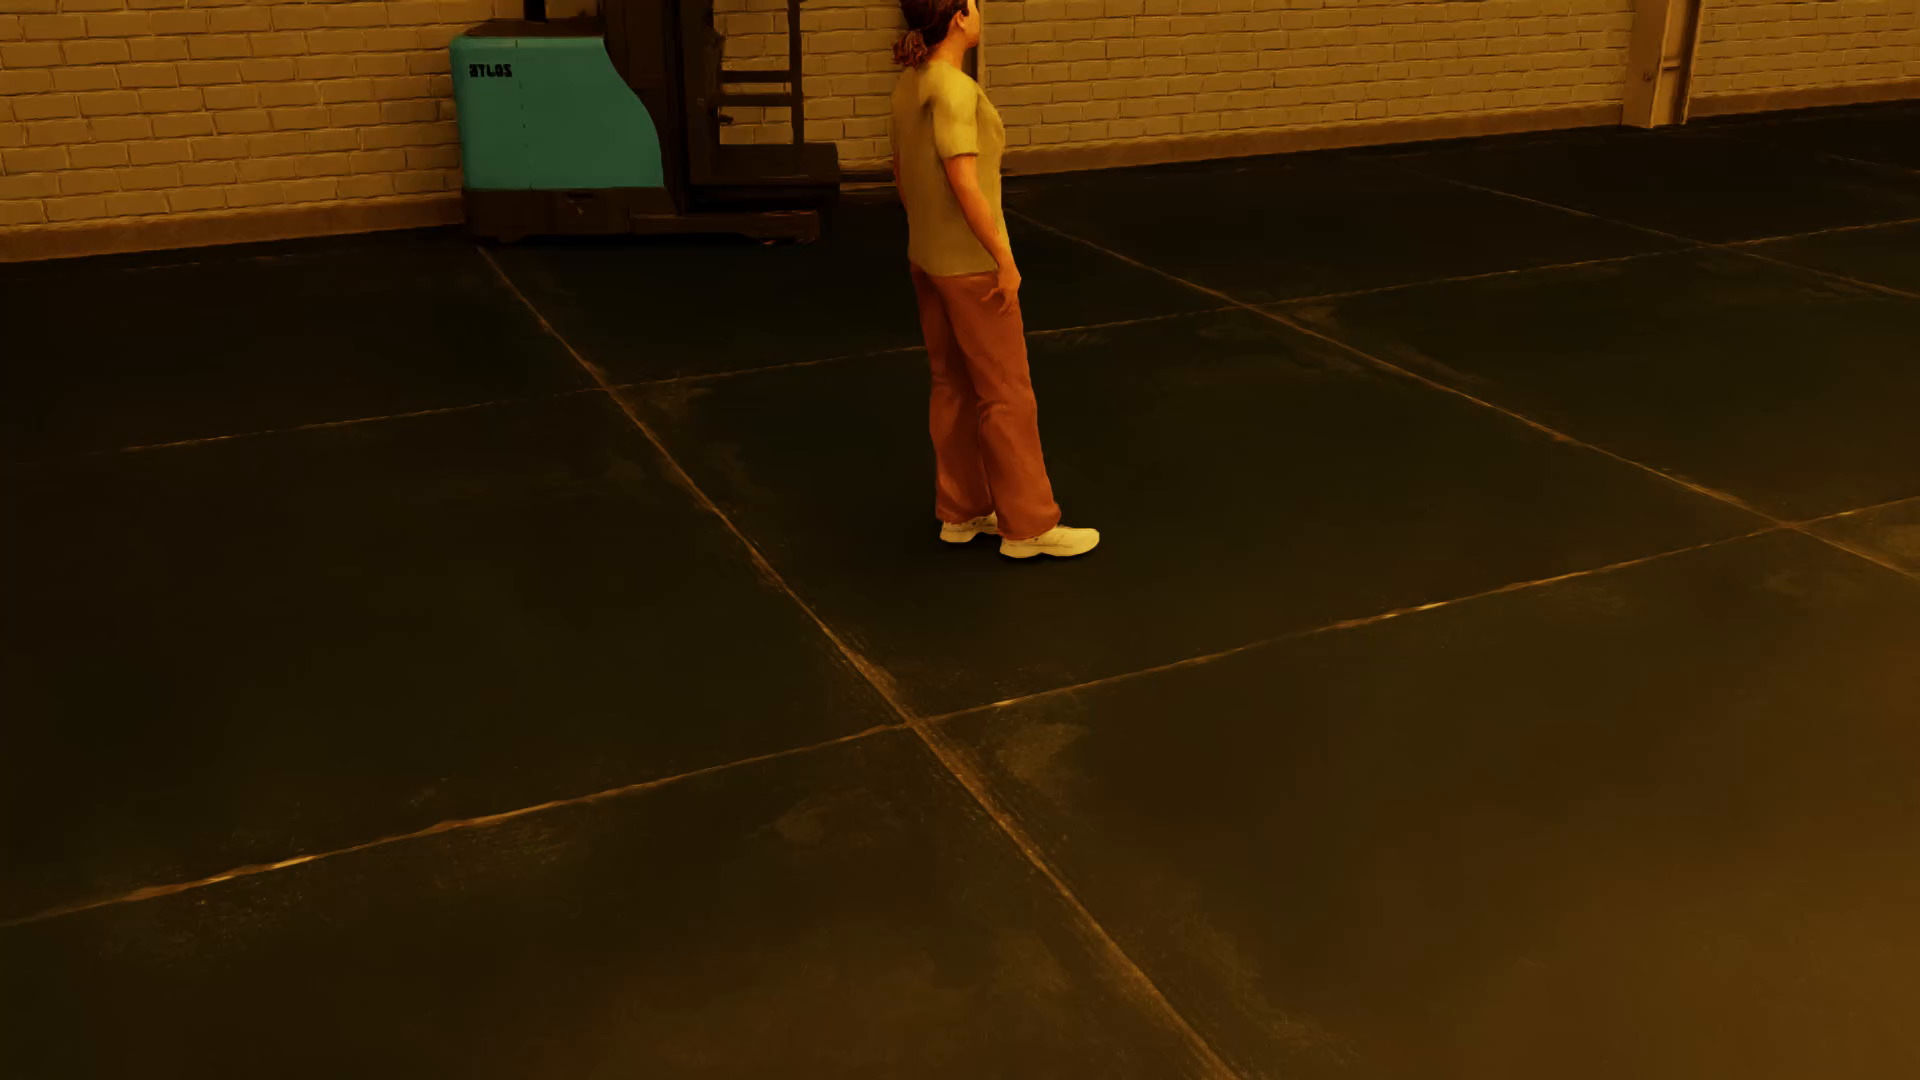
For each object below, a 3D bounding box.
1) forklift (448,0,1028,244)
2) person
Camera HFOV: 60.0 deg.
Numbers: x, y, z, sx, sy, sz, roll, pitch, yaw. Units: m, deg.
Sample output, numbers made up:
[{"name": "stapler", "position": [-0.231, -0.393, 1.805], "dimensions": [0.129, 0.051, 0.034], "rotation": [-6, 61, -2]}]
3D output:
[{"name": "forklift", "position": [-1.161, -3.144, 8.855], "dimensions": [3.031, 2.935, 1.130], "rotation": [-2, 23, -5]}, {"name": "person", "position": [0.082, -0.784, 4.810], "dimensions": [0.524, 1.660, 0.554], "rotation": [-10, 25, -23]}]
